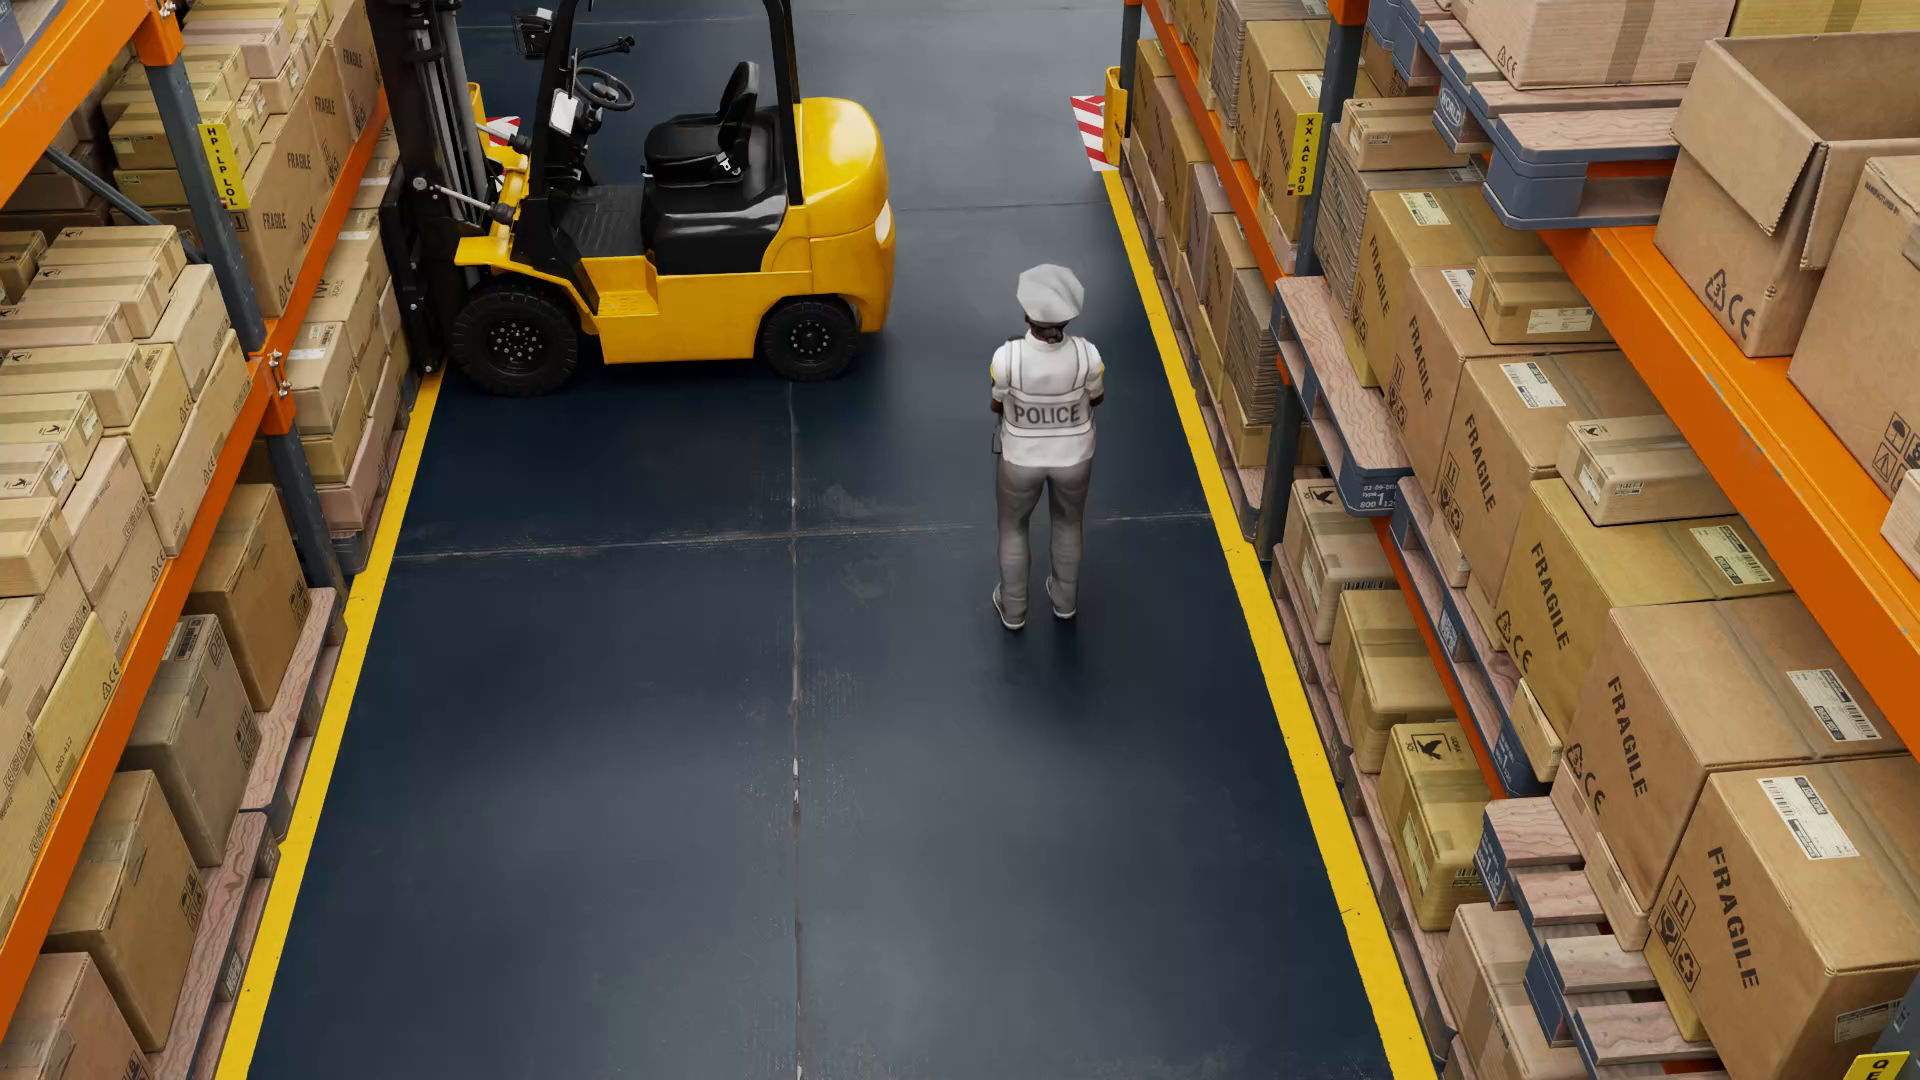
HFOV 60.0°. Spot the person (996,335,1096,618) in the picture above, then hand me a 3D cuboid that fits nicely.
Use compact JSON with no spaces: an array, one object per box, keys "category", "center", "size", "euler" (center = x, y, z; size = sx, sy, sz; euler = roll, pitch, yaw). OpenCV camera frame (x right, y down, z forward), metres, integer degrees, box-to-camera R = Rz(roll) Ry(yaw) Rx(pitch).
[{"category":"person","center":[0.340,-0.257,6.605],"size":[0.391,1.347,0.327],"euler":[-2,39,-3]}]
